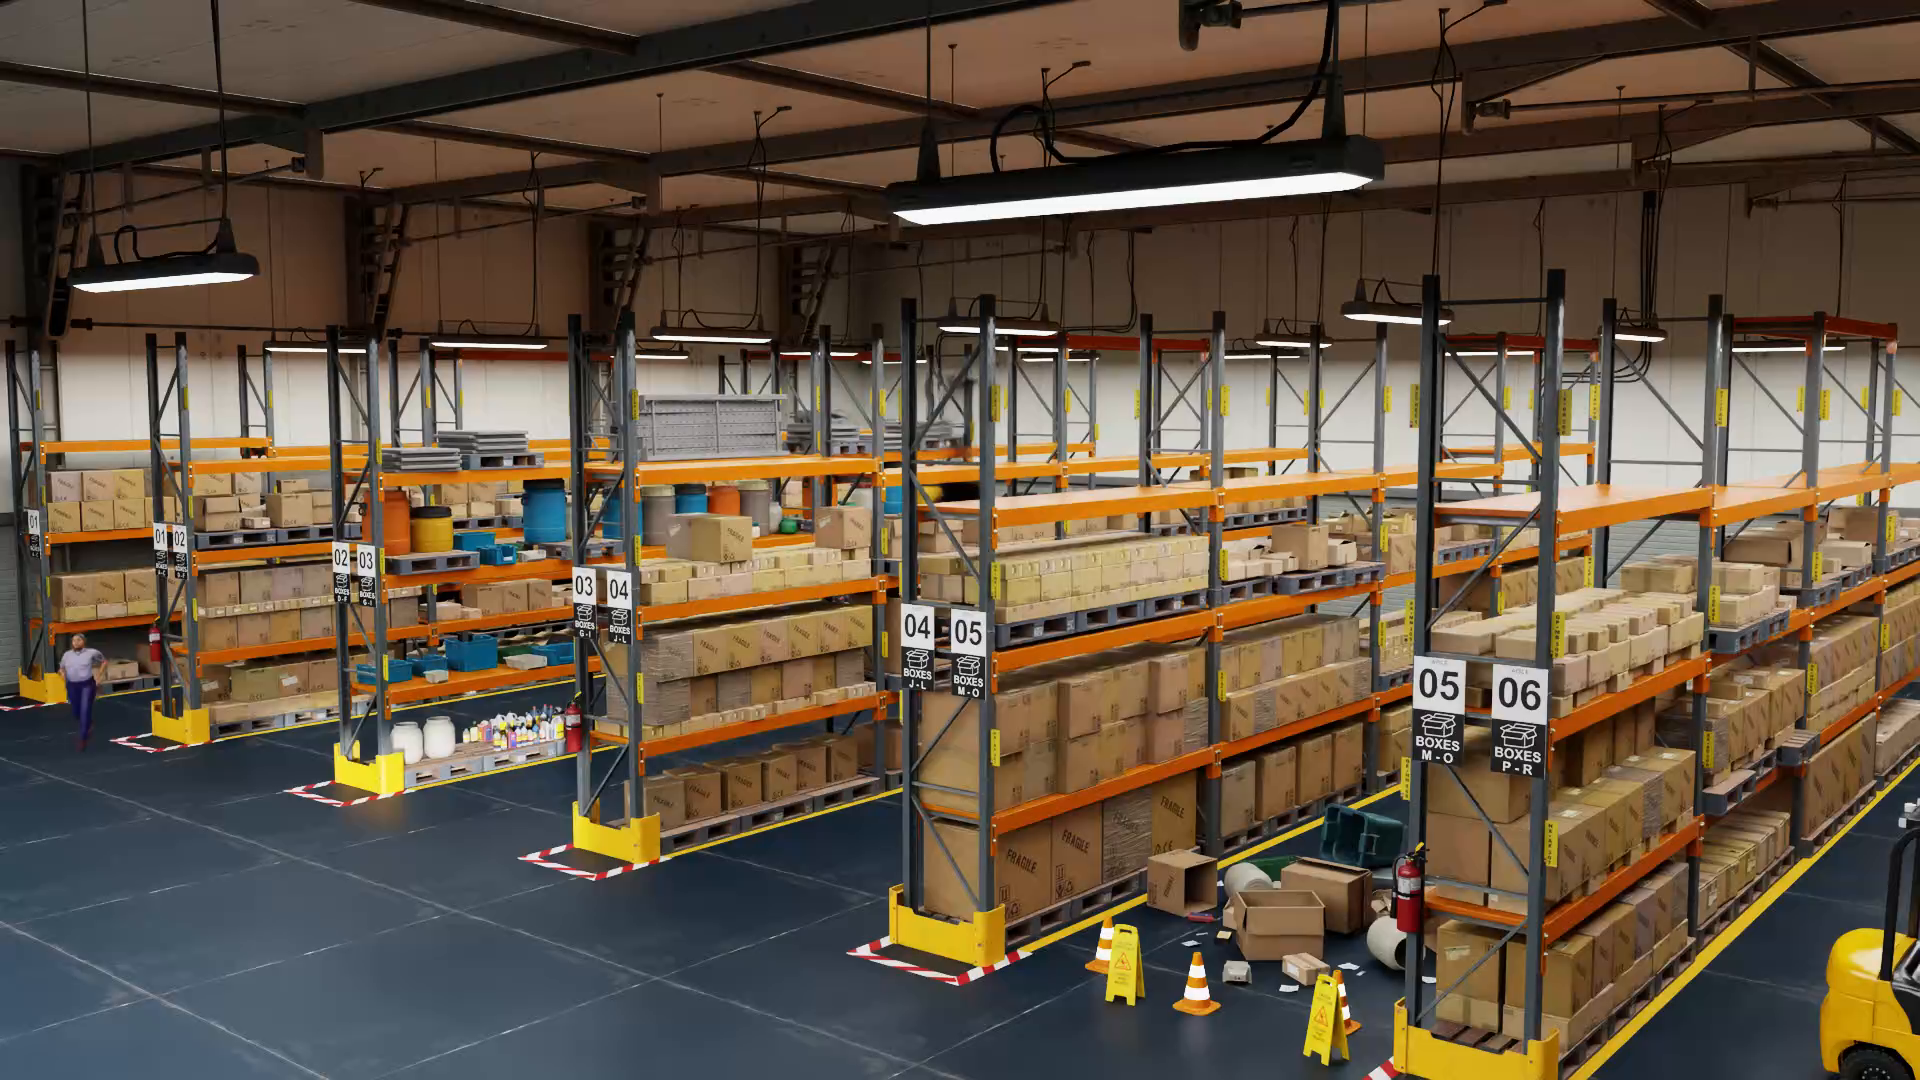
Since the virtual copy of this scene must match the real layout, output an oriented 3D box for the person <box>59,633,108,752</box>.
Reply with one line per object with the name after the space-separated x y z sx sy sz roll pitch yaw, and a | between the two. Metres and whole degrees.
-12.772 2.173 24.194 0.606 1.661 0.921 -1 5 -8 | person
